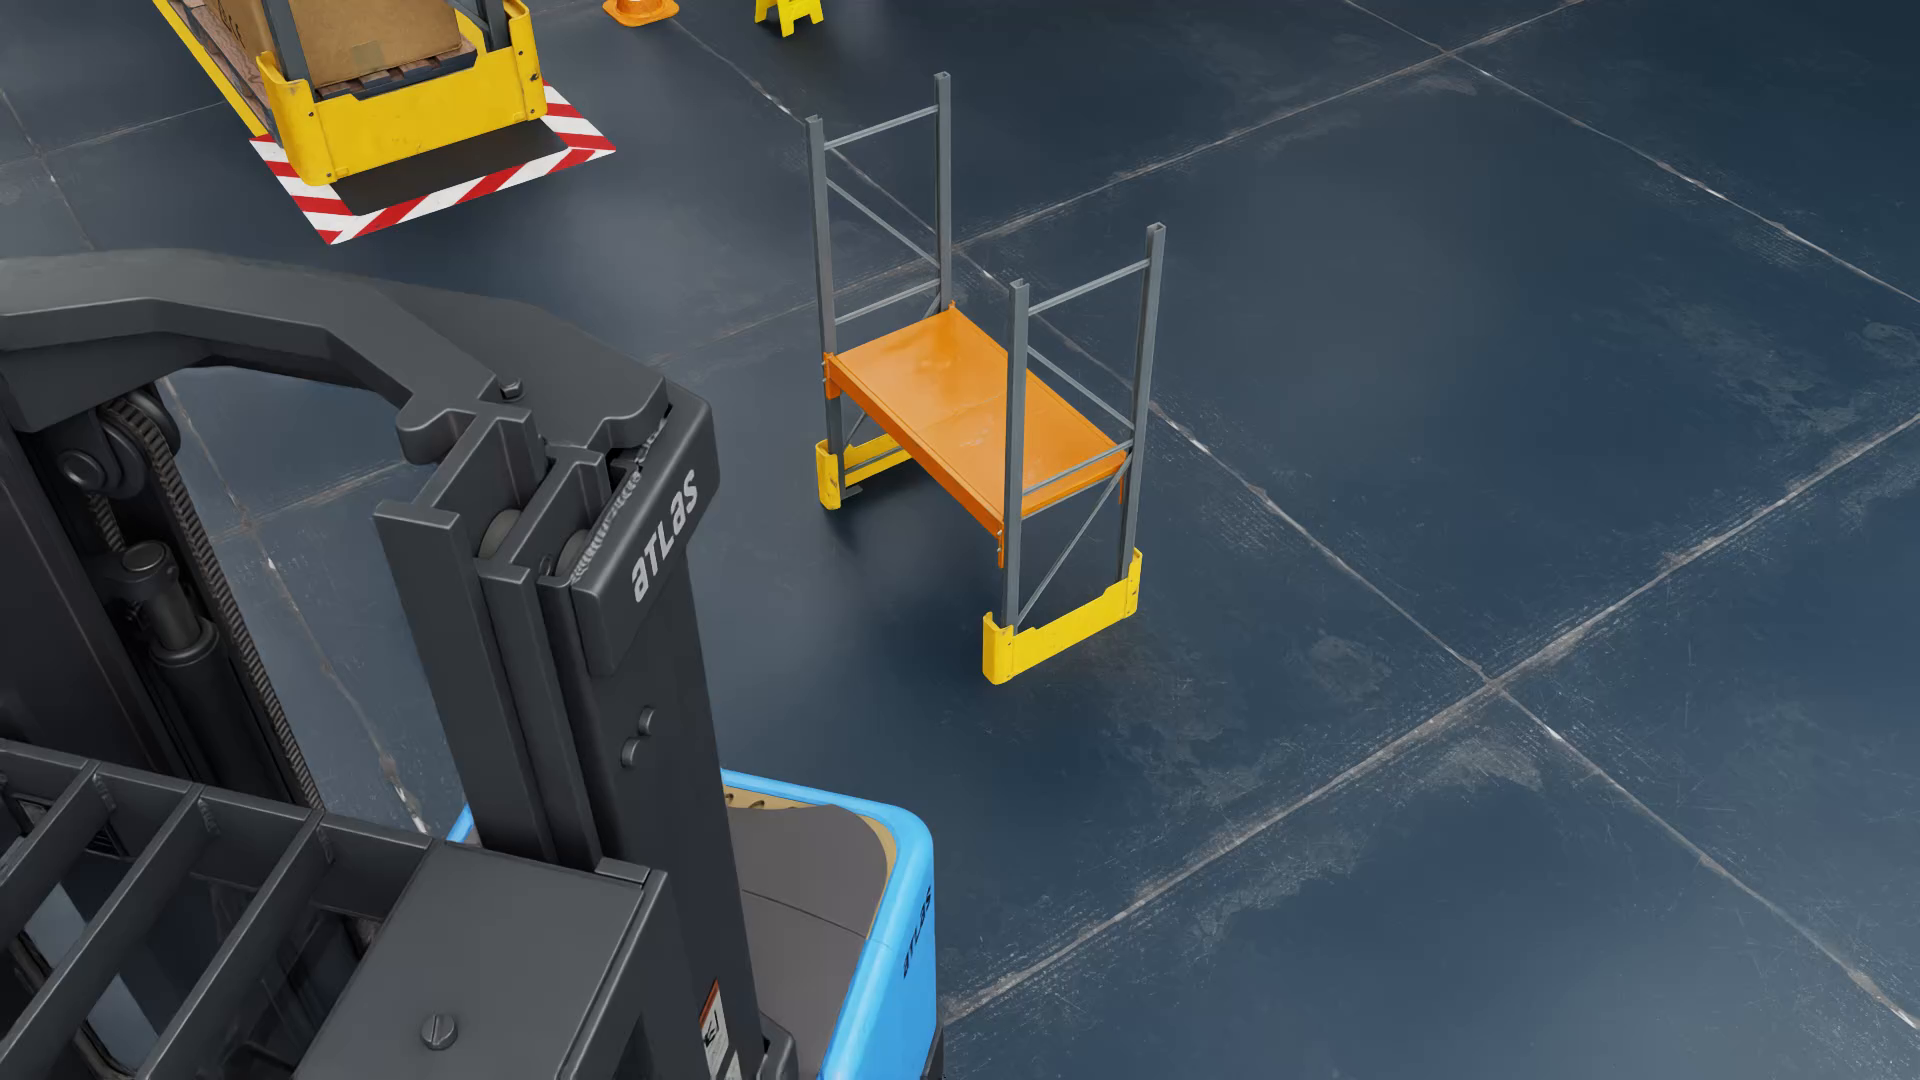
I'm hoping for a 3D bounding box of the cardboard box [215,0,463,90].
[{"bbox_3d":[-2.960,-2.724,7.665,0.875,0.875,0.875,-25,49,-24],"label":"cardboard box"}]

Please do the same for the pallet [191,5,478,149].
[{"bbox_3d":[-3.040,-2.396,8.107,1.003,0.211,1.213,-26,49,-24],"label":"pallet"}]

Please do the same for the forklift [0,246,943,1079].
[{"bbox_3d":[-0.912,1.205,2.365,1.130,2.935,3.031,10,45,11],"label":"forklift"}]

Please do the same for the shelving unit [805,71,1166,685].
[{"bbox_3d":[0.044,-0.499,5.187,0.587,1.500,1.083,-26,49,-24],"label":"shelving unit"}]

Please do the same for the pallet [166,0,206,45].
[{"bbox_3d":[-3.733,-3.086,8.830,1.003,0.211,1.213,-26,49,-24],"label":"pallet"}]

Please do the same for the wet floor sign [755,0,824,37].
[{"bbox_3d":[-0.877,-2.897,8.317,0.267,0.644,0.232,-35,53,-31],"label":"wet floor sign"}]

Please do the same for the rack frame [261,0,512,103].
[{"bbox_3d":[-2.518,-2.982,6.702,1.000,3.000,0.127,-26,49,-24],"label":"rack frame"}]

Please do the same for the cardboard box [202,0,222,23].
[{"bbox_3d":[-3.465,-3.221,8.187,0.875,0.875,0.875,-26,50,-25],"label":"cardboard box"}]

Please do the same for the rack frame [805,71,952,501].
[{"bbox_3d":[-0.242,-0.782,5.483,0.500,1.500,0.032,-26,49,-24],"label":"rack frame"}]

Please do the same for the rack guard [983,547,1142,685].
[{"bbox_3d":[0.329,0.235,5.323,0.587,0.250,0.087,-26,49,-24],"label":"rack guard"}]

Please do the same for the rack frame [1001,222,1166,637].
[{"bbox_3d":[0.340,-0.206,4.880,0.500,1.500,0.032,-26,49,-24],"label":"rack frame"}]

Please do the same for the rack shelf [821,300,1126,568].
[{"bbox_3d":[0.049,-0.364,5.306,0.538,0.185,1.000,-26,49,-24],"label":"rack shelf"}]

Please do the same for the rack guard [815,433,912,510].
[{"bbox_3d":[-0.241,-0.329,5.914,0.587,0.250,0.087,-26,49,-24],"label":"rack guard"}]

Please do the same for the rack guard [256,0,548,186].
[{"bbox_3d":[-2.504,-2.065,7.551,1.175,0.500,0.348,-26,49,-24],"label":"rack guard"}]

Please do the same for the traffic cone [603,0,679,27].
[{"bbox_3d":[-1.657,-2.927,8.480,0.336,0.463,0.334,-26,49,-24],"label":"traffic cone"}]
